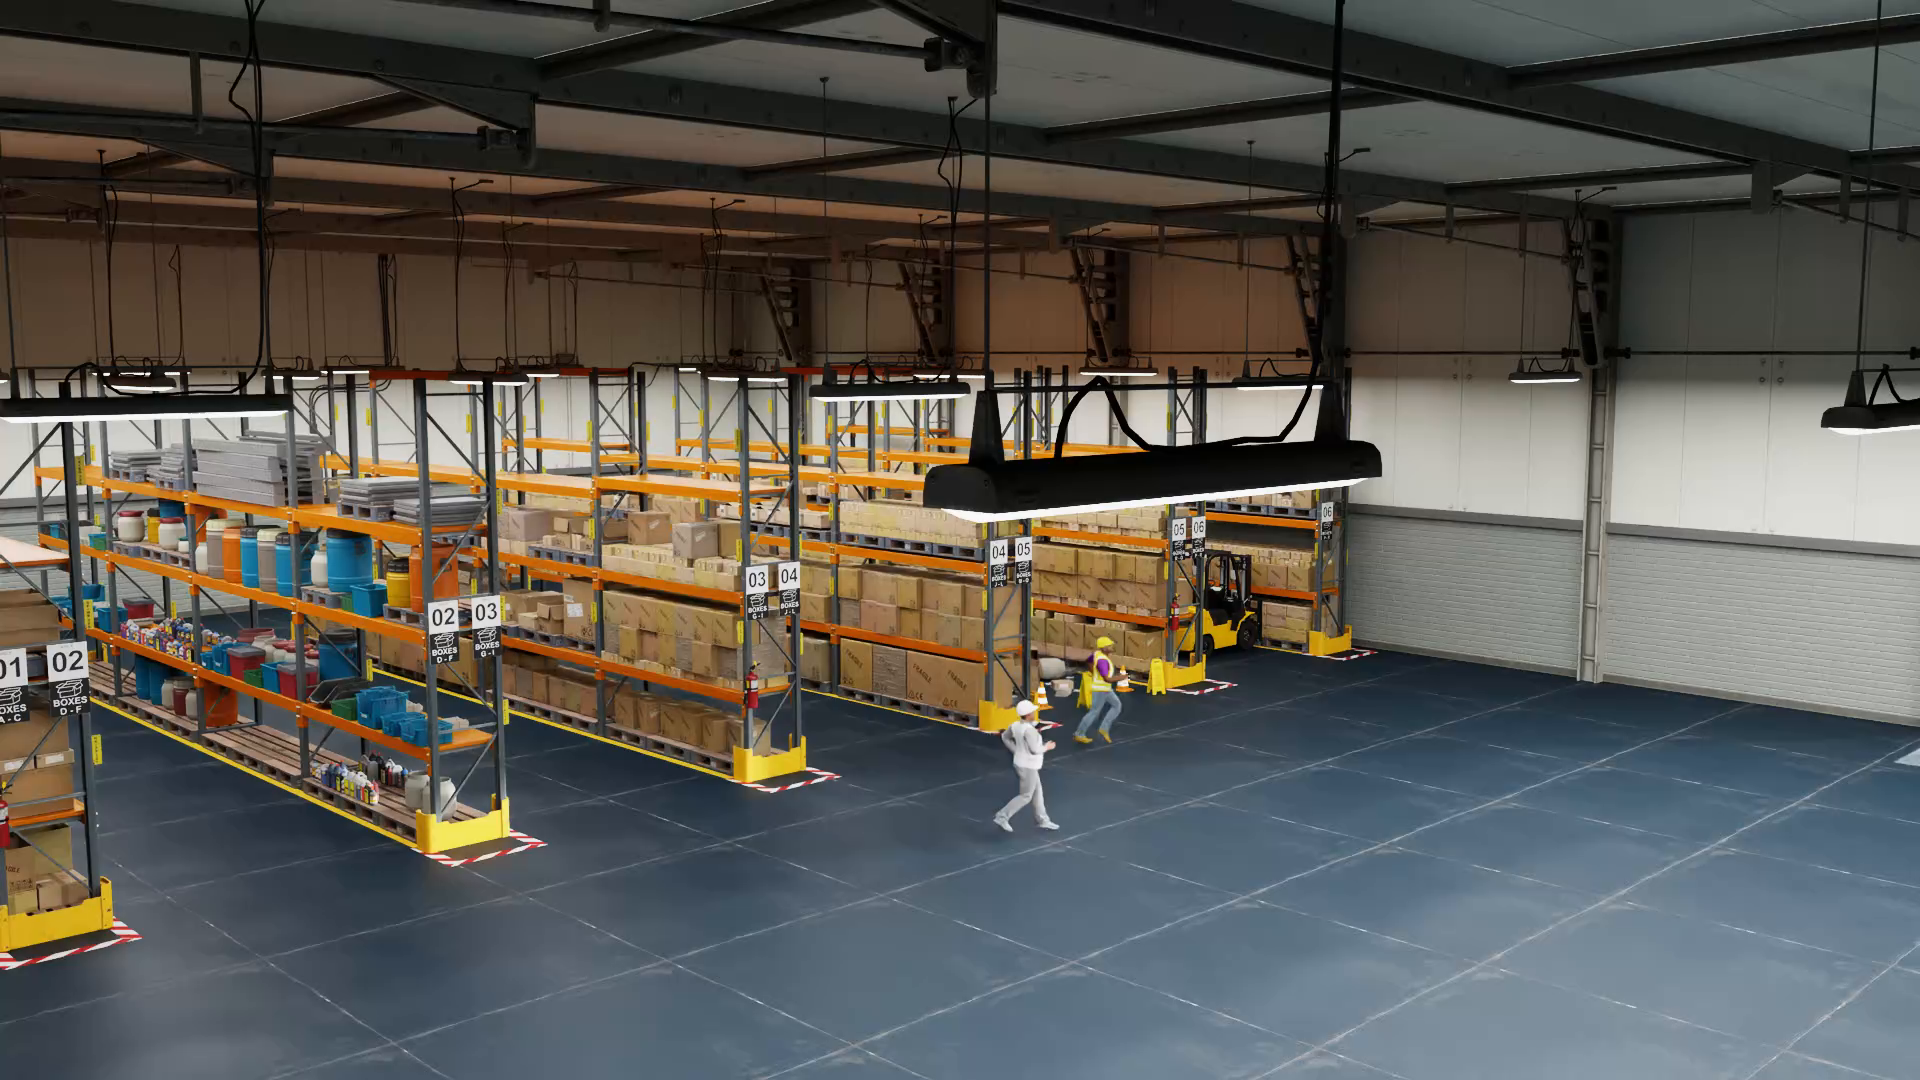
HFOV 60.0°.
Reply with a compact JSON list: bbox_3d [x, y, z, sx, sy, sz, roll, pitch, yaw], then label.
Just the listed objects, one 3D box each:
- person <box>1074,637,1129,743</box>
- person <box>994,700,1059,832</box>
[{"bbox_3d":[2.290,2.428,26.848,0.863,1.764,0.717,1,6,7],"label":"person"},{"bbox_3d":[0.882,2.973,21.775,0.949,1.777,0.657,-2,7,-16],"label":"person"}]
